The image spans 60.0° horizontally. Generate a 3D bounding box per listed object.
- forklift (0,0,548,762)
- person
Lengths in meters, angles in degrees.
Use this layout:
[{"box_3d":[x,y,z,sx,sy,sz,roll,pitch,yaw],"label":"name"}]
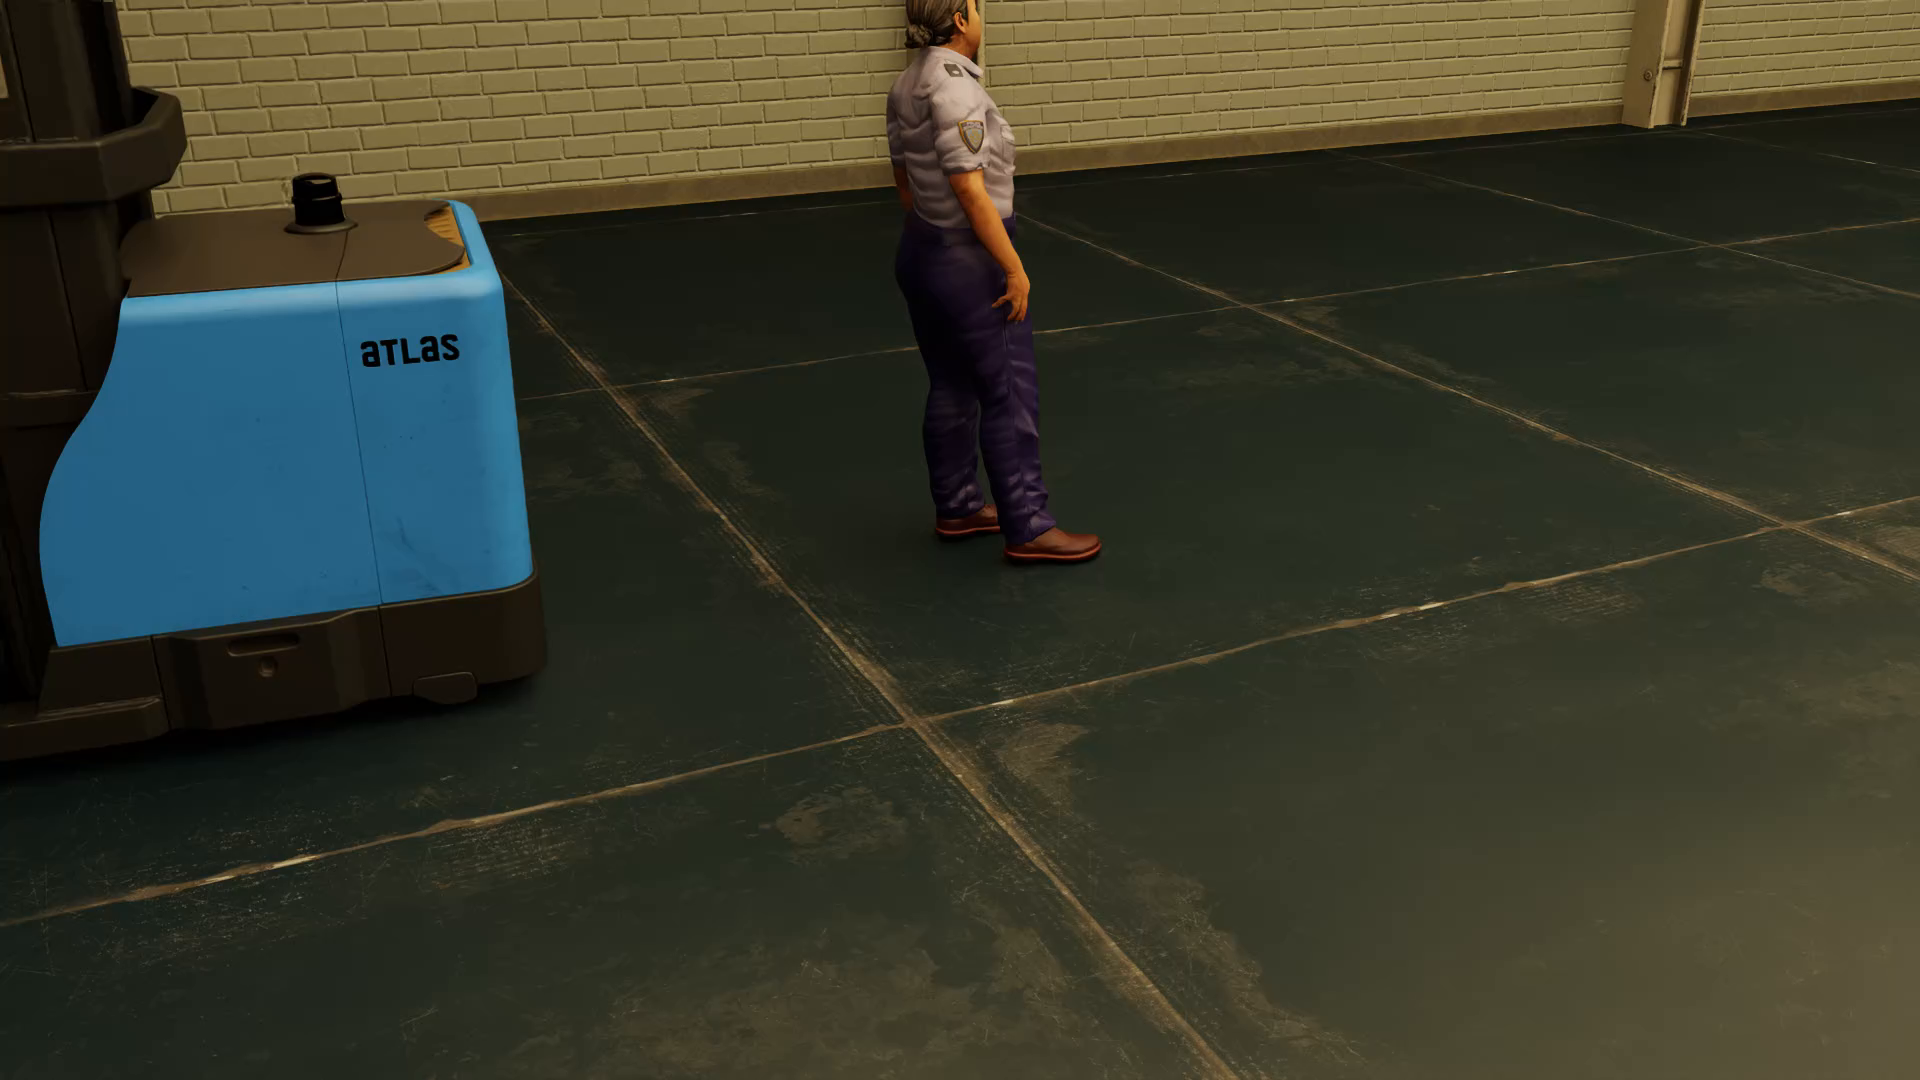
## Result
[{"box_3d":[-2.613,-0.953,3.581,3.031,2.935,1.130,-8,24,-18],"label":"forklift"},{"box_3d":[0.091,-0.774,4.804,0.502,1.651,0.598,-10,25,-23],"label":"person"}]
